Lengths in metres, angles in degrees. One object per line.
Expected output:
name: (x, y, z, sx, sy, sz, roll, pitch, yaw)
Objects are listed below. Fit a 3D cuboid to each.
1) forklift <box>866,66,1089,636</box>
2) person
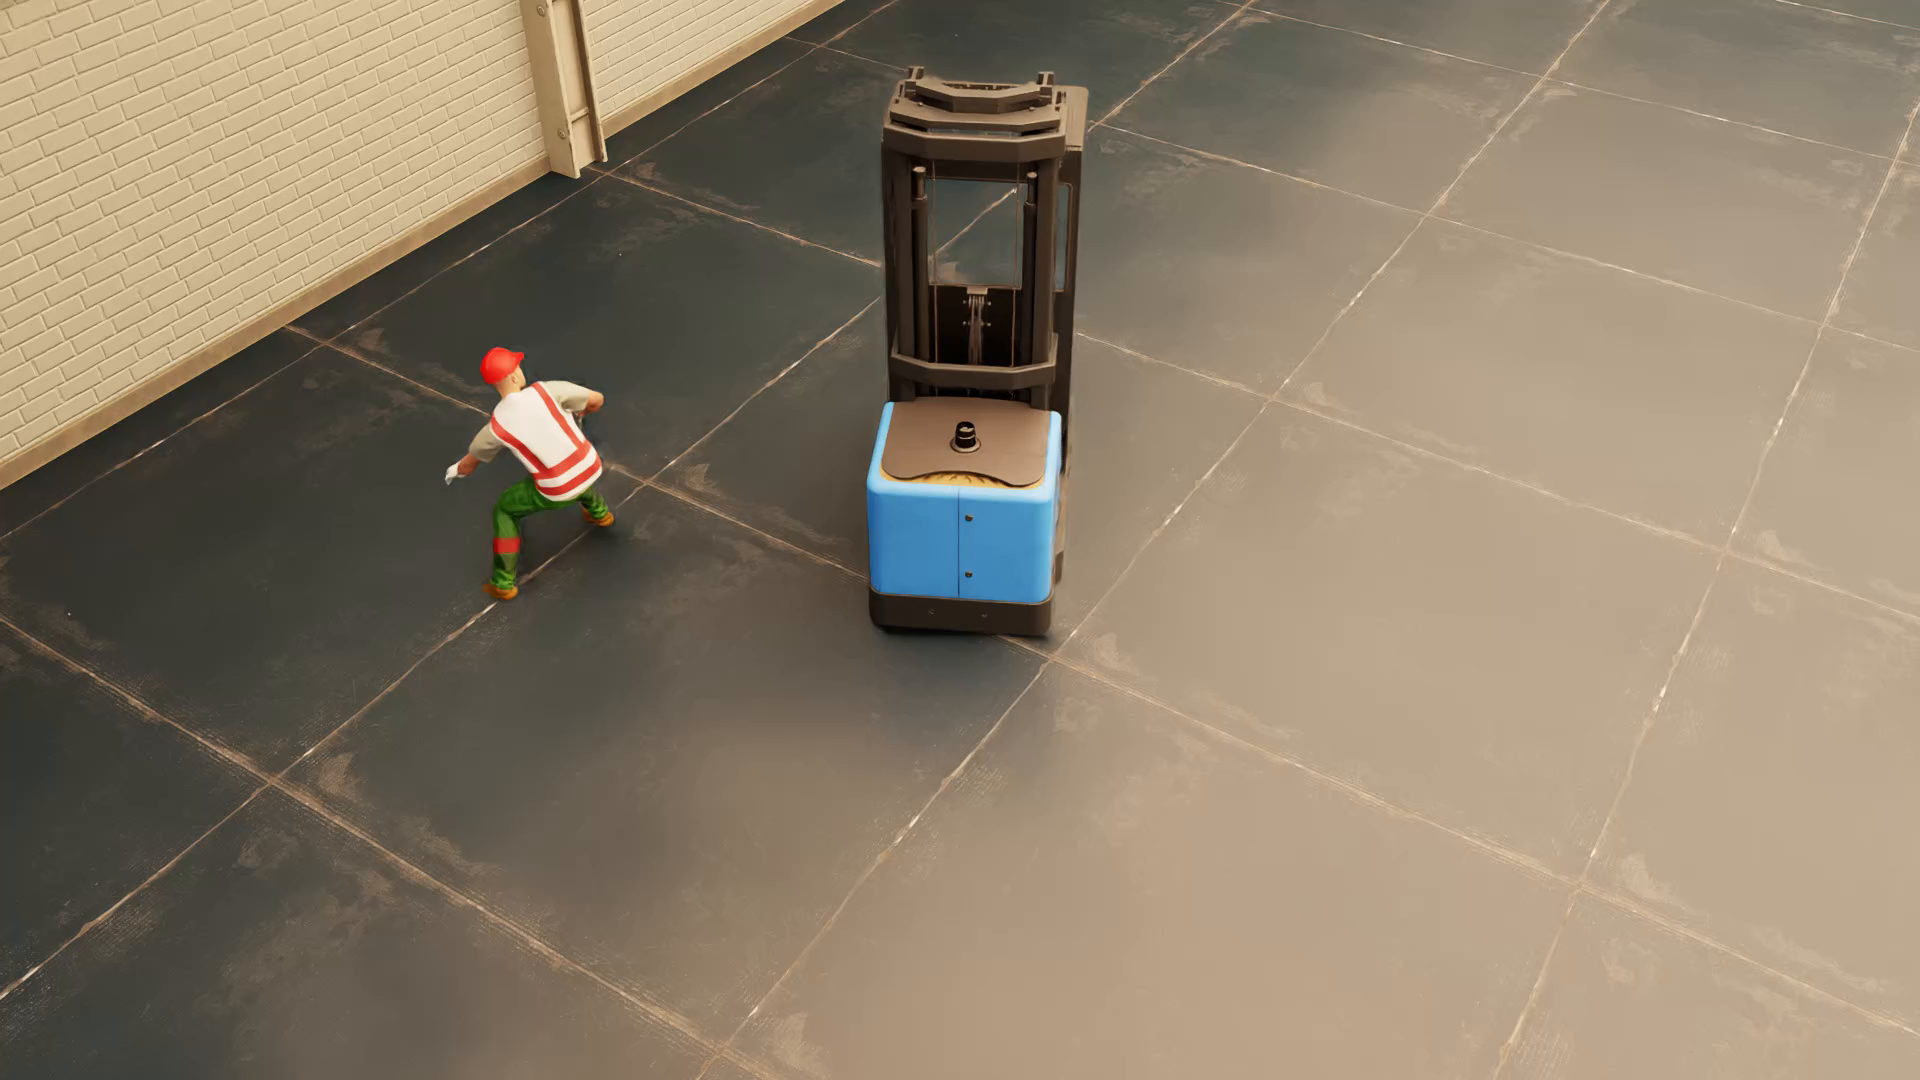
forklift: (0.143, -1.520, 9.760, 1.130, 2.935, 3.031, 4, 40, 4)
person: (-2.500, -0.437, 9.627, 0.898, 1.539, 0.775, -30, 49, -30)
